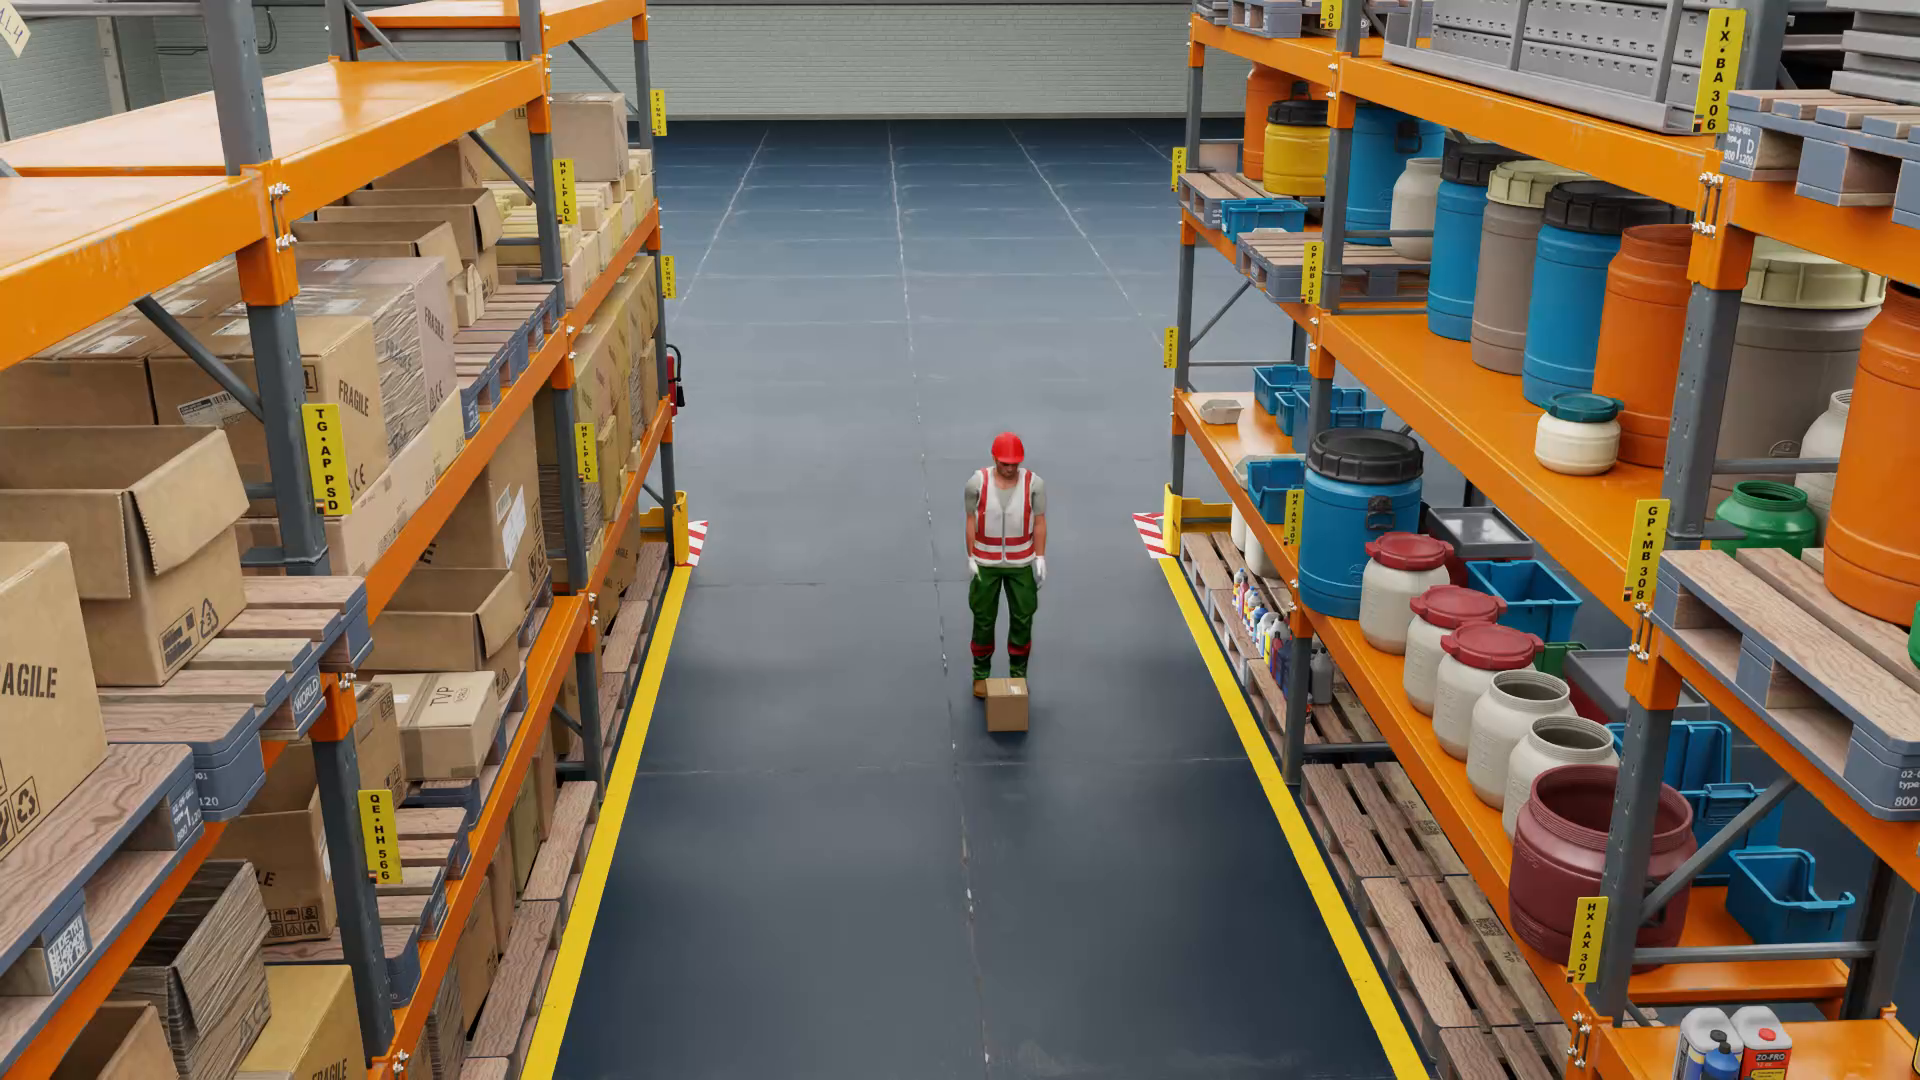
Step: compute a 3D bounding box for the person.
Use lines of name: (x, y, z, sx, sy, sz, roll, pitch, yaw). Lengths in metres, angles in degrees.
person: (0.293, 0.153, 10.644, 0.529, 1.775, 0.364, -1, 20, -2)
